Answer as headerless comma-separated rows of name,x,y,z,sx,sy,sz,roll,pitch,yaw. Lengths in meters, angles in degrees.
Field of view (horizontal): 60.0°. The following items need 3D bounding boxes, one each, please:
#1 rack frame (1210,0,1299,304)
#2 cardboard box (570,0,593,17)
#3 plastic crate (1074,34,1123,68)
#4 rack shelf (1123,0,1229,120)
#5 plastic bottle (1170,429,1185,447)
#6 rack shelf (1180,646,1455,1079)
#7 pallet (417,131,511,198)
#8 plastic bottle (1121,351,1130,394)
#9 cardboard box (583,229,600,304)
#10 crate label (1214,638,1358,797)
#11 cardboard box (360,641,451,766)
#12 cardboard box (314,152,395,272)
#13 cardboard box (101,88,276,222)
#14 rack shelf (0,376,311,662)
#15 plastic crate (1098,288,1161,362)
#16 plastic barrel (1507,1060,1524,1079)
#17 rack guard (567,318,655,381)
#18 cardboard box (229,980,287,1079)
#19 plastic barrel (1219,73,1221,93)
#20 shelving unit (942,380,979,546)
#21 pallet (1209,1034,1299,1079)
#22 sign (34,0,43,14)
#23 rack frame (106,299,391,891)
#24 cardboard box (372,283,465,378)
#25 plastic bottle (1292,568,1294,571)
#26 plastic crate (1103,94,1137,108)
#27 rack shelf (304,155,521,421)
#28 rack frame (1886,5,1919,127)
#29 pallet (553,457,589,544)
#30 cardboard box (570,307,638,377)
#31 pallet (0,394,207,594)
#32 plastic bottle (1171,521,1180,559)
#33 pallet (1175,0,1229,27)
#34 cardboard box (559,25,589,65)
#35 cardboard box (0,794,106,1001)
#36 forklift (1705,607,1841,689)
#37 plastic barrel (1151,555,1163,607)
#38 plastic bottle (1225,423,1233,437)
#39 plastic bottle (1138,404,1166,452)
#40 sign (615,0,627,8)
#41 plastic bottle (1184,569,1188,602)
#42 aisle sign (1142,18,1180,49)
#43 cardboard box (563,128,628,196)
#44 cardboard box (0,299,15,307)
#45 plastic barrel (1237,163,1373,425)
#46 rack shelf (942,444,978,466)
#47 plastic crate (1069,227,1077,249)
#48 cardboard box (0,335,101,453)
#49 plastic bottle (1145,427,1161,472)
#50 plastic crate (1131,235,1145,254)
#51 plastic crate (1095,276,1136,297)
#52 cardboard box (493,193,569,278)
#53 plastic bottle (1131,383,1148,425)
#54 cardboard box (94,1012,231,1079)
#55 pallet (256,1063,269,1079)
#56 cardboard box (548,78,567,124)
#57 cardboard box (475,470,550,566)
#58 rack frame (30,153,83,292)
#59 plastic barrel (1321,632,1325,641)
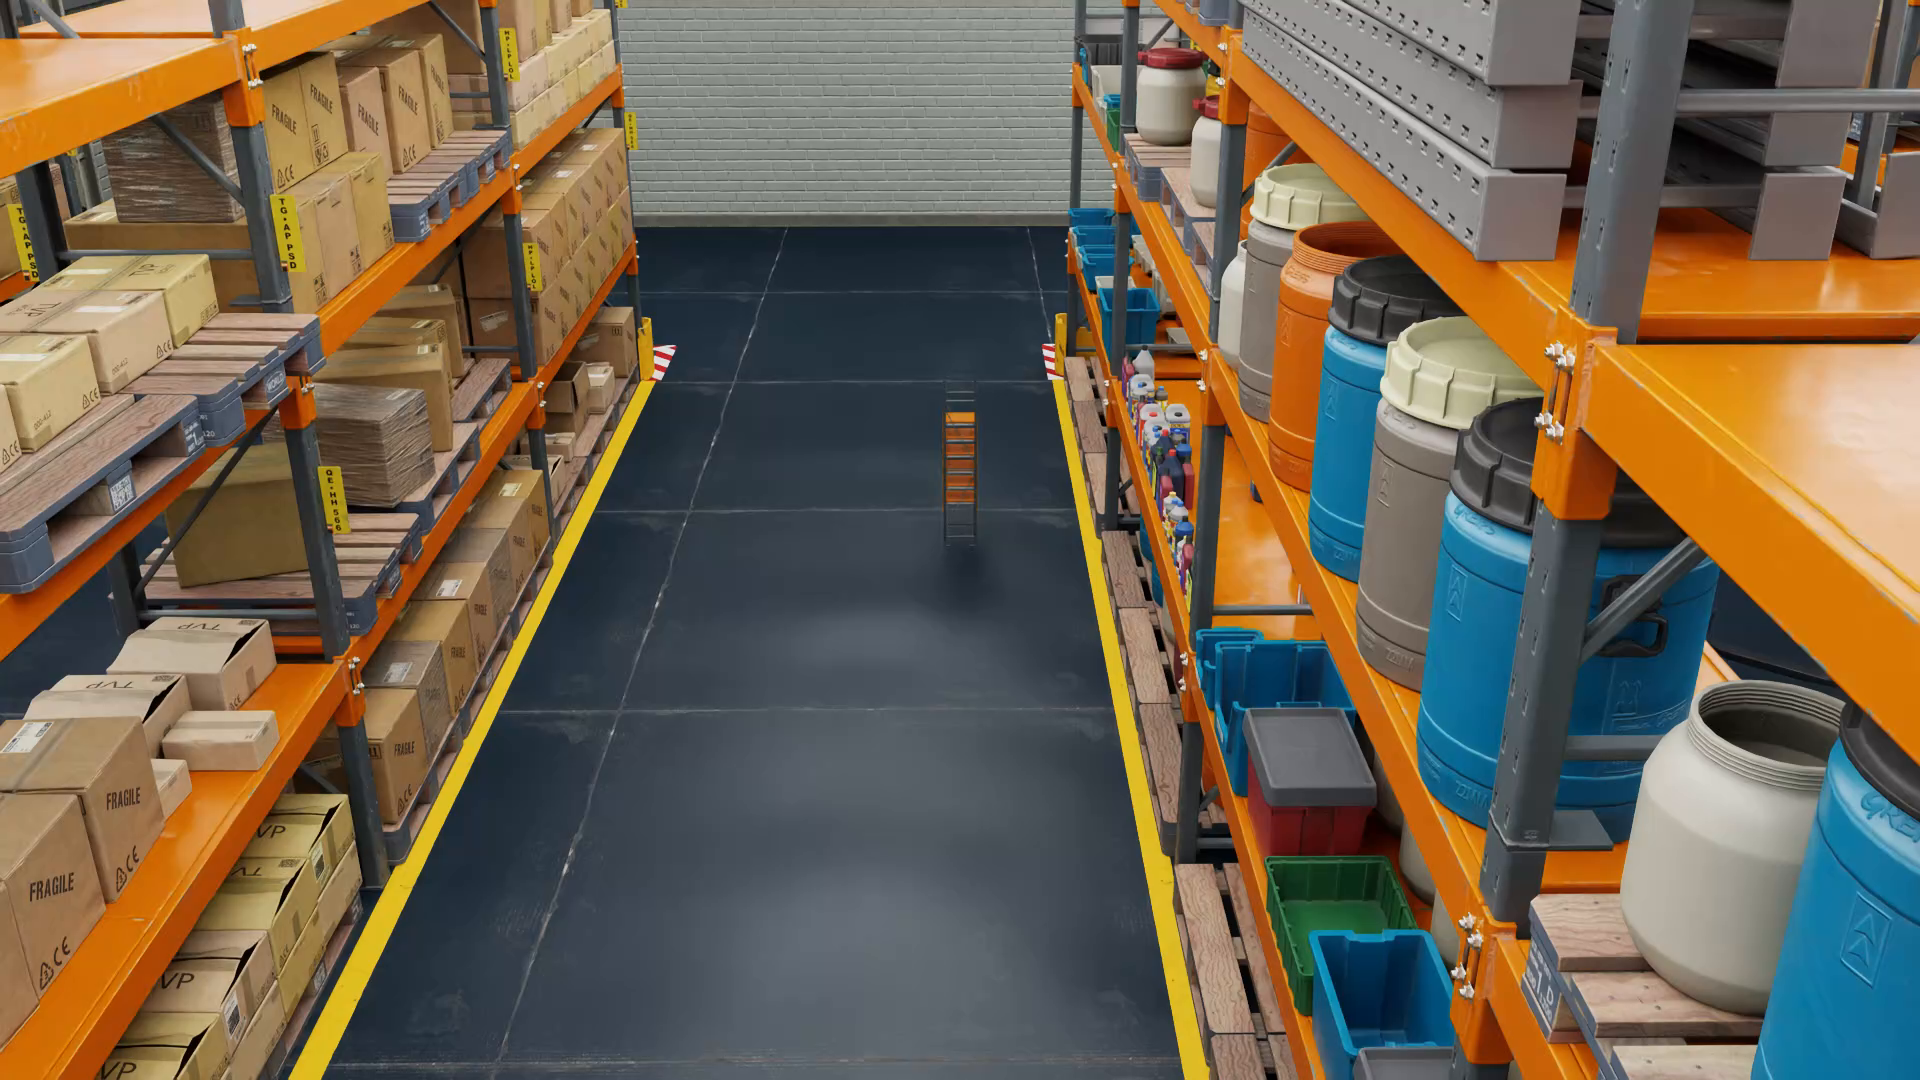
rack frame,1.583,-2.400,6.521,1.000,3.000,0.127,0,24,-1
cardboard box,-3.436,-4.599,13.687,0.700,0.500,0.500,0,24,-1
plastic crate,1.221,-4.111,14.101,0.497,0.269,0.590,0,24,-1
rack shelf,1.561,-2.714,8.573,1.077,0.370,4.000,0,24,-1
plastic bottle,1.300,-0.563,9.980,0.097,0.201,0.097,0,24,0
rack shelf,1.604,1.485,6.083,1.077,0.370,4.000,0,24,-1
pallet,-3.477,-2.306,10.181,1.213,0.211,1.003,0,24,-1
plastic bottle,1.116,-1.109,11.087,0.061,0.283,0.133,0,24,-1
cardboard box,-3.166,-2.178,13.187,0.500,0.500,0.500,-1,24,-1
crate label,1.323,0.728,6.842,0.502,0.435,0.616,0,24,-1
cardboard box,-3.101,0.888,9.030,0.500,0.500,0.500,-1,24,-2
cardboard box,-3.420,-1.662,8.408,0.910,0.500,0.500,0,24,-1
cardboard box,-3.369,-1.694,7.264,0.500,0.500,0.500,0,24,-1
rack shelf,-3.349,0.139,5.419,1.077,0.370,4.000,0,24,-1
plastic crate,1.193,-1.526,11.814,0.392,0.384,0.575,0,24,-1
plastic barrel,1.835,1.524,4.958,0.433,0.535,0.433,0,24,0
rack guard,-3.457,-1.772,15.446,1.175,0.500,0.348,0,24,-1
cardboard box,-3.109,2.051,6.786,0.500,0.250,0.500,0,24,1
plastic barrel,1.711,-2.399,9.040,0.600,0.901,0.708,0,24,-1
shelving unit,0.000,-0.541,11.873,0.258,1.200,0.189,0,24,-1
pallet,1.563,2.425,6.516,1.003,0.211,1.213,0,24,-1
sign,-7.868,-4.650,14.155,0.100,0.325,0.005,0,24,-1
rack frame,-3.370,0.354,7.711,1.000,3.000,0.127,0,24,-1
cardboard box,-3.633,-1.335,10.814,0.700,0.500,0.500,-9,26,-18
plastic bottle,1.772,0.061,8.599,0.097,0.201,0.097,0,24,0
plastic crate,1.210,-2.979,11.644,0.416,0.233,0.300,0,24,-1
rack shelf,-3.392,-1.509,9.063,1.077,0.370,4.000,0,24,-1
rack frame,6.492,-4.071,10.214,1.000,3.000,0.127,0,24,-1
pallet,-3.421,-0.307,12.556,1.003,0.211,1.213,0,24,-1
cardboard box,-3.205,-1.781,14.931,0.500,0.500,0.500,0,24,-1
pallet,-3.258,-0.187,5.495,1.003,0.211,1.213,1,24,2
plastic bottle,1.163,-0.004,8.744,0.097,0.201,0.097,0,24,0
pallet,1.606,-2.429,7.299,1.213,0.211,1.003,0,24,-1
cardboard box,-3.190,-3.846,12.933,0.500,0.250,0.500,0,24,-1
cardboard box,-3.330,1.217,5.682,0.500,0.500,0.500,0,24,0
forklift,3.994,-0.531,9.750,3.031,2.935,1.130,18,30,35
plastic barrel,1.536,-0.034,10.606,0.600,0.901,0.708,0,24,-1
plastic bottle,1.734,-0.839,10.407,0.144,0.351,0.185,0,24,-1
plastic bottle,1.173,-0.685,10.158,0.152,0.276,0.135,0,24,-1
sign,-2.903,-4.707,14.186,0.100,0.325,0.005,0,24,-1
plastic bottle,1.169,0.211,8.267,0.097,0.201,0.097,0,24,0
aisle sign,1.788,-4.179,14.578,0.394,0.787,0.004,0,24,-1
cardboard box,-3.178,-3.262,14.370,0.500,0.500,0.500,0,24,-1
cardboard box,-8.505,-2.029,14.717,0.380,0.149,0.250,0,24,0
plastic barrel,1.375,-0.923,6.285,0.600,0.901,0.600,0,24,0
rack shelf,0.000,-0.610,11.842,0.258,0.103,0.180,0,24,-1
plastic crate,1.090,-2.635,14.566,0.250,0.136,0.298,0,24,-1
cardboard box,-3.291,-0.497,5.626,0.500,0.250,0.500,-1,24,-2
plastic bottle,1.150,-0.539,9.841,0.097,0.271,0.097,0,24,0
plastic crate,1.685,-2.535,14.346,0.396,0.136,0.243,0,24,-1
plastic crate,1.219,-1.939,13.027,0.293,0.136,0.466,0,24,-1
cardboard box,-3.144,-2.204,12.031,0.500,0.500,0.500,-1,24,-2
plastic bottle,1.141,-0.865,10.563,0.097,0.271,0.097,0,24,0
cardboard box,-3.100,2.003,6.211,0.500,0.311,0.500,0,24,1
pallet,-3.390,2.465,6.426,1.003,0.211,1.213,0,24,-1
cardboard box,-3.177,-3.206,12.125,0.500,0.250,0.500,0,24,-1
cardboard box,-3.122,-0.154,11.333,0.500,0.500,0.500,0,24,-1
rack frame,-8.411,-2.919,14.947,1.000,3.000,0.127,0,24,-1
plastic barrel,1.891,0.461,7.309,0.600,0.536,0.708,0,24,-1
